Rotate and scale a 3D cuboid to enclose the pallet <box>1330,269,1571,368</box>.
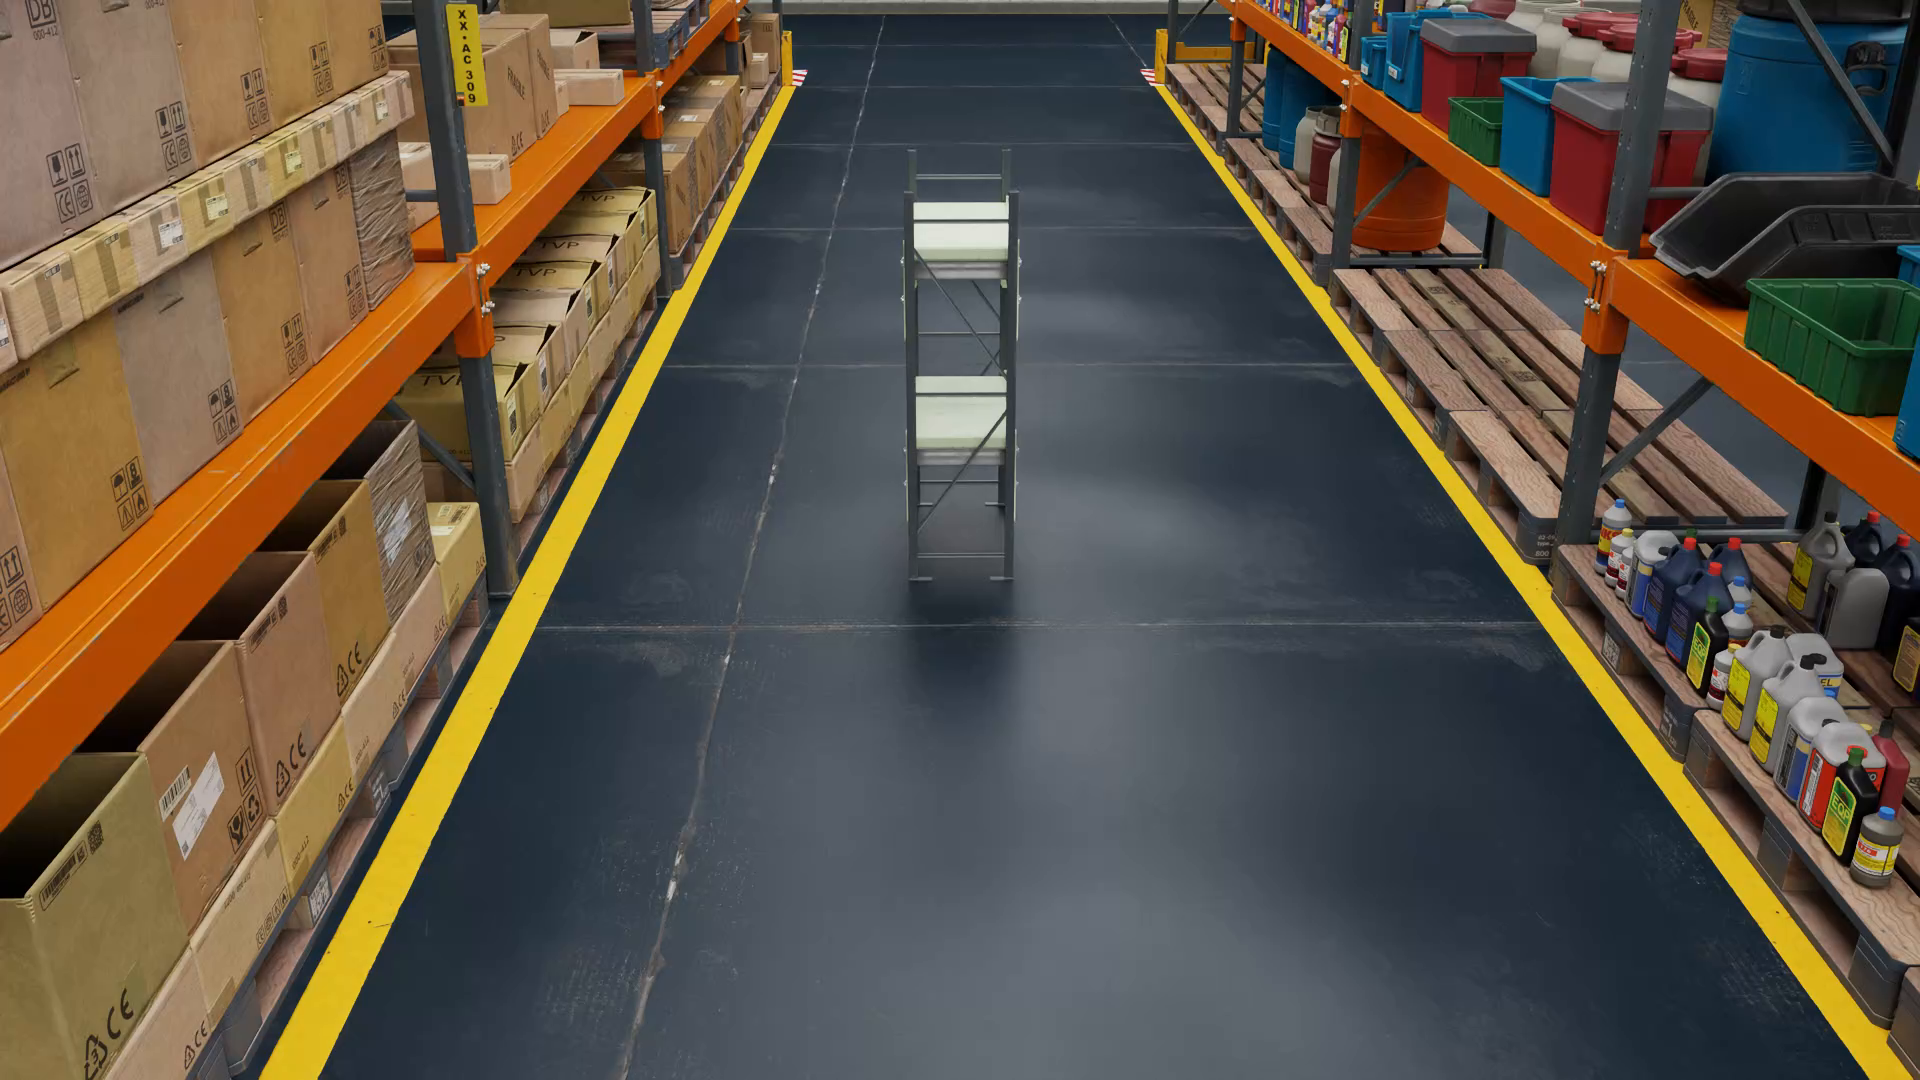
[{"bbox_3d":[2.691,-1.250,9.257,1.003,0.211,1.213,0,24,-1],"label":"pallet"}]

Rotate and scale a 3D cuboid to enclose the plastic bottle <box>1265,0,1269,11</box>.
[{"bbox_3d":[2.281,-3.966,12.121,0.097,0.201,0.097,0,24,0],"label":"plastic bottle"}]

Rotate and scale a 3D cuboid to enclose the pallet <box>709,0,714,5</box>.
[{"bbox_3d":[-2.376,-4.050,12.298,1.003,0.211,1.213,0,24,-1],"label":"pallet"}]

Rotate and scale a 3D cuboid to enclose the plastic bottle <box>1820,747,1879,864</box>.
[{"bbox_3d":[2.331,0.691,4.344,0.061,0.283,0.133,0,24,1],"label":"plastic bottle"}]

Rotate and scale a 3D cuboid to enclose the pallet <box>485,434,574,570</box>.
[{"bbox_3d":[-2.235,-0.204,6.944,1.003,0.211,1.213,0,24,-1],"label":"pallet"}]

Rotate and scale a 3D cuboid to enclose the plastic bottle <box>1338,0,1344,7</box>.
[{"bbox_3d":[2.871,-4.088,12.208,0.144,0.351,0.185,0,24,-1],"label":"plastic bottle"}]

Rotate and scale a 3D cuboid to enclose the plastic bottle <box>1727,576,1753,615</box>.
[{"bbox_3d":[2.481,0.245,5.346,0.097,0.271,0.097,0,24,0],"label":"plastic bottle"}]

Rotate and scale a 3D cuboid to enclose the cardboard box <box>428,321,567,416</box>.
[{"bbox_3d":[-1.944,-0.742,6.898,0.500,0.311,0.500,-1,24,-1],"label":"cardboard box"}]

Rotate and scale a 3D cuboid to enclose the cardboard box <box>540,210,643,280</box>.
[{"bbox_3d":[-1.968,-1.584,8.759,0.500,0.311,0.500,-1,24,-1],"label":"cardboard box"}]

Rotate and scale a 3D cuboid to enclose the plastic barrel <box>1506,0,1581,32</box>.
[{"bbox_3d":[2.946,-2.468,8.431,0.421,0.512,0.421,0,24,0],"label":"plastic barrel"}]

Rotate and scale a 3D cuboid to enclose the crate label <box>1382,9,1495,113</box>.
[{"bbox_3d":[2.462,-2.445,8.474,0.502,0.435,0.616,0,24,-1],"label":"crate label"}]

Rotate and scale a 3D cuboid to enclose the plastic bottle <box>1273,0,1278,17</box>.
[{"bbox_3d":[2.312,-3.857,11.790,0.152,0.276,0.135,0,24,-1],"label":"plastic bottle"}]

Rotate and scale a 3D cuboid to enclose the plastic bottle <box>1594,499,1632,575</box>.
[{"bbox_3d":[2.330,-0.016,5.921,0.097,0.271,0.097,0,24,0],"label":"plastic bottle"}]

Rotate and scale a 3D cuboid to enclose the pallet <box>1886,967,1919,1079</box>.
[{"bbox_3d":[2.757,1.361,3.484,1.003,0.211,1.213,0,24,-1],"label":"pallet"}]

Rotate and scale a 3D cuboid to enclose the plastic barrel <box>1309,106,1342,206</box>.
[{"bbox_3d":[2.687,-2.599,11.274,0.600,0.588,0.708,0,24,-1],"label":"plastic barrel"}]

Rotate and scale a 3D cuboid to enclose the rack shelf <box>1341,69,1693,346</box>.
[{"bbox_3d":[2.743,-1.688,7.715,1.077,0.370,4.000,0,24,-1],"label":"rack shelf"}]

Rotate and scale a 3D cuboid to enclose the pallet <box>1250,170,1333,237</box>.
[{"bbox_3d":[2.661,-2.395,11.790,1.003,0.211,1.213,0,24,-1],"label":"pallet"}]

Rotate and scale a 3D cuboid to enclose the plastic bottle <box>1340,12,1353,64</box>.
[{"bbox_3d":[2.290,-2.951,9.777,0.061,0.283,0.133,0,24,-1],"label":"plastic bottle"}]

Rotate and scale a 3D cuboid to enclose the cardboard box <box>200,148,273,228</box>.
[{"bbox_3d":[-1.959,-0.878,4.142,0.380,0.149,0.250,0,24,1],"label":"cardboard box"}]

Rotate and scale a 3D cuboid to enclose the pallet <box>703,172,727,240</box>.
[{"bbox_3d":[-2.213,-2.358,11.707,1.003,0.211,1.213,0,24,-1],"label":"pallet"}]

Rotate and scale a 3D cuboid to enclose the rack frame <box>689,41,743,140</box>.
[{"bbox_3d":[-2.275,-4.467,12.987,1.000,3.000,0.127,0,24,-1],"label":"rack frame"}]

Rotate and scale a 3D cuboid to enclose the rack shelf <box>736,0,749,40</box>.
[{"bbox_3d":[-2.297,-4.964,14.958,1.077,0.370,4.000,0,24,-1],"label":"rack shelf"}]

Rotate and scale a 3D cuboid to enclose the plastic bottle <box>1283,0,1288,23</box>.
[{"bbox_3d":[2.288,-3.712,11.473,0.097,0.271,0.097,0,24,0],"label":"plastic bottle"}]

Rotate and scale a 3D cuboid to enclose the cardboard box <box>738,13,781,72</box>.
[{"bbox_3d":[-2.067,-4.954,16.563,0.500,0.500,0.500,0,24,-1],"label":"cardboard box"}]

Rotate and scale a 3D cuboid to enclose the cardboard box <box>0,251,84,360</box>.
[{"bbox_3d":[-1.946,-0.452,3.200,0.380,0.149,0.250,-1,24,-2],"label":"cardboard box"}]

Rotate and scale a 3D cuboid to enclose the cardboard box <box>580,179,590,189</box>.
[{"bbox_3d":[-2.477,-2.265,10.617,0.500,0.500,0.500,1,24,2],"label":"cardboard box"}]

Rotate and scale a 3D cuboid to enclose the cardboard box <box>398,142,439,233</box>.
[{"bbox_3d":[-2.237,-1.305,6.178,0.500,0.250,0.500,1,24,3],"label":"cardboard box"}]

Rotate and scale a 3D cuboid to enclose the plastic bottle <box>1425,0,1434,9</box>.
[{"bbox_3d":[3.056,-3.390,10.761,0.097,0.271,0.097,0,24,0],"label":"plastic bottle"}]

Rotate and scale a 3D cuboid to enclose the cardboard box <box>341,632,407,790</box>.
[{"bbox_3d":[-1.949,0.493,4.847,0.500,0.250,0.500,0,24,-1],"label":"cardboard box"}]

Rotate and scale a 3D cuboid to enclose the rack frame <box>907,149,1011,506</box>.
[{"bbox_3d":[-0.004,-0.831,6.768,0.400,1.500,0.023,0,24,-1],"label":"rack frame"}]

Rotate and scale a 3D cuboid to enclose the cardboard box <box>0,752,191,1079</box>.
[{"bbox_3d":[-1.935,0.769,3.326,0.500,0.500,0.500,0,24,-1],"label":"cardboard box"}]

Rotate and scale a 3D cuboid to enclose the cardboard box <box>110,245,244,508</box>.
[{"bbox_3d":[-2.156,-0.398,3.870,0.700,0.500,0.500,0,24,1],"label":"cardboard box"}]

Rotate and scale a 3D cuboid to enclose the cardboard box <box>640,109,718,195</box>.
[{"bbox_3d":[-1.974,-2.707,11.594,0.500,0.500,0.500,-1,24,-2],"label":"cardboard box"}]

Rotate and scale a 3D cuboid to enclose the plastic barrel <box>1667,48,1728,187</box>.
[{"bbox_3d":[2.974,-1.649,6.590,0.433,0.535,0.433,0,24,0],"label":"plastic barrel"}]

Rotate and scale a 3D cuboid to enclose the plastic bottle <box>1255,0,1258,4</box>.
[{"bbox_3d":[2.276,-4.142,12.509,0.097,0.201,0.097,0,24,0],"label":"plastic bottle"}]

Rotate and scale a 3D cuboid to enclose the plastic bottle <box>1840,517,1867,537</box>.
[{"bbox_3d":[3.100,0.042,5.778,0.061,0.283,0.133,1,24,2],"label":"plastic bottle"}]

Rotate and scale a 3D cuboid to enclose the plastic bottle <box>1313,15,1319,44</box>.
[{"bbox_3d":[2.299,-3.257,10.553,0.097,0.201,0.097,0,24,0],"label":"plastic bottle"}]

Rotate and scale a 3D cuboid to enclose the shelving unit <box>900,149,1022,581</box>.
[{"bbox_3d":[0.000,-0.681,6.435,0.431,1.500,0.755,0,24,-1],"label":"shelving unit"}]

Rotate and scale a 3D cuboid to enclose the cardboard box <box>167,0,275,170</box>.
[{"bbox_3d":[-2.165,-1.210,4.090,0.700,0.500,0.500,0,24,-1],"label":"cardboard box"}]

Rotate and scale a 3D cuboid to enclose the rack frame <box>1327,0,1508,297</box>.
[{"bbox_3d":[2.721,-2.840,9.389,1.000,3.000,0.127,0,24,-1],"label":"rack frame"}]

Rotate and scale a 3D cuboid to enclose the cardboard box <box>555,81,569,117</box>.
[{"bbox_3d":[-2.162,-2.179,8.233,0.380,0.149,0.250,2,24,3],"label":"cardboard box"}]

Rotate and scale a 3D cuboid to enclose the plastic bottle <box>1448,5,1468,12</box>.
[{"bbox_3d":[3.035,-3.154,10.233,0.152,0.276,0.135,0,24,-1],"label":"plastic bottle"}]

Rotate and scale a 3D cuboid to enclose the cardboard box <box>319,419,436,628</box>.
[{"bbox_3d":[-1.971,-0.055,5.148,0.500,0.500,0.500,0,24,-1],"label":"cardboard box"}]

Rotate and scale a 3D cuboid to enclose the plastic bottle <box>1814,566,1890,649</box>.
[{"bbox_3d":[2.914,0.203,5.432,0.152,0.276,0.135,0,24,-1],"label":"plastic bottle"}]

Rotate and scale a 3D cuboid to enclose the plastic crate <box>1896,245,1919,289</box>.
[{"bbox_3d":[3.049,-0.669,4.769,0.499,0.251,0.616,0,24,-1],"label":"plastic crate"}]

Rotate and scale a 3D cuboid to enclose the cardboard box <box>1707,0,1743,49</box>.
[{"bbox_3d":[7.684,-4.743,15.667,0.875,0.875,0.875,0,24,-1],"label":"cardboard box"}]

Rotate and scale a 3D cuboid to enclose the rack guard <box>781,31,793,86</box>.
[{"bbox_3d":[-2.318,-4.945,17.078,1.175,0.500,0.348,0,24,-1],"label":"rack guard"}]

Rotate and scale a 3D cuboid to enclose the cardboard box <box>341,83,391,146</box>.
[{"bbox_3d":[-1.970,-1.299,5.073,0.380,0.149,0.250,-1,24,-2],"label":"cardboard box"}]

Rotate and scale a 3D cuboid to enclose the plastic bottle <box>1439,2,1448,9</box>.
[{"bbox_3d":[3.000,-3.199,10.340,0.097,0.271,0.097,0,24,0],"label":"plastic bottle"}]

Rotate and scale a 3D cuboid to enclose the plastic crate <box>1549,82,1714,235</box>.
[{"bbox_3d":[2.454,-1.419,6.169,0.402,0.464,0.583,0,24,-1],"label":"plastic crate"}]

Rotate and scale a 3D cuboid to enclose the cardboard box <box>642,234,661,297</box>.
[{"bbox_3d":[-1.982,-1.542,9.346,0.500,0.250,0.500,0,24,1],"label":"cardboard box"}]

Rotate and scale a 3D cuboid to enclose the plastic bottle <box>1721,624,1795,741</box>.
[{"bbox_3d":[2.365,0.402,4.901,0.144,0.351,0.185,0,24,-1],"label":"plastic bottle"}]

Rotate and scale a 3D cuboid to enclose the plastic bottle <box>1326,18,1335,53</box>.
[{"bbox_3d":[2.304,-3.097,10.198,0.097,0.201,0.097,0,24,0],"label":"plastic bottle"}]

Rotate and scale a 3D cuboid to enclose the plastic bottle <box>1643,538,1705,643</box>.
[{"bbox_3d":[2.359,0.149,5.460,0.144,0.351,0.185,0,24,1],"label":"plastic bottle"}]

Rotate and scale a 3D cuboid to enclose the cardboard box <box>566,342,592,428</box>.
[{"bbox_3d":[-1.957,-0.701,7.486,0.500,0.250,0.500,-1,24,-2],"label":"cardboard box"}]

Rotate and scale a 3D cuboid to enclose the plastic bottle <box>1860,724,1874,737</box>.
[{"bbox_3d":[2.498,0.607,4.630,0.097,0.201,0.097,0,24,0],"label":"plastic bottle"}]
